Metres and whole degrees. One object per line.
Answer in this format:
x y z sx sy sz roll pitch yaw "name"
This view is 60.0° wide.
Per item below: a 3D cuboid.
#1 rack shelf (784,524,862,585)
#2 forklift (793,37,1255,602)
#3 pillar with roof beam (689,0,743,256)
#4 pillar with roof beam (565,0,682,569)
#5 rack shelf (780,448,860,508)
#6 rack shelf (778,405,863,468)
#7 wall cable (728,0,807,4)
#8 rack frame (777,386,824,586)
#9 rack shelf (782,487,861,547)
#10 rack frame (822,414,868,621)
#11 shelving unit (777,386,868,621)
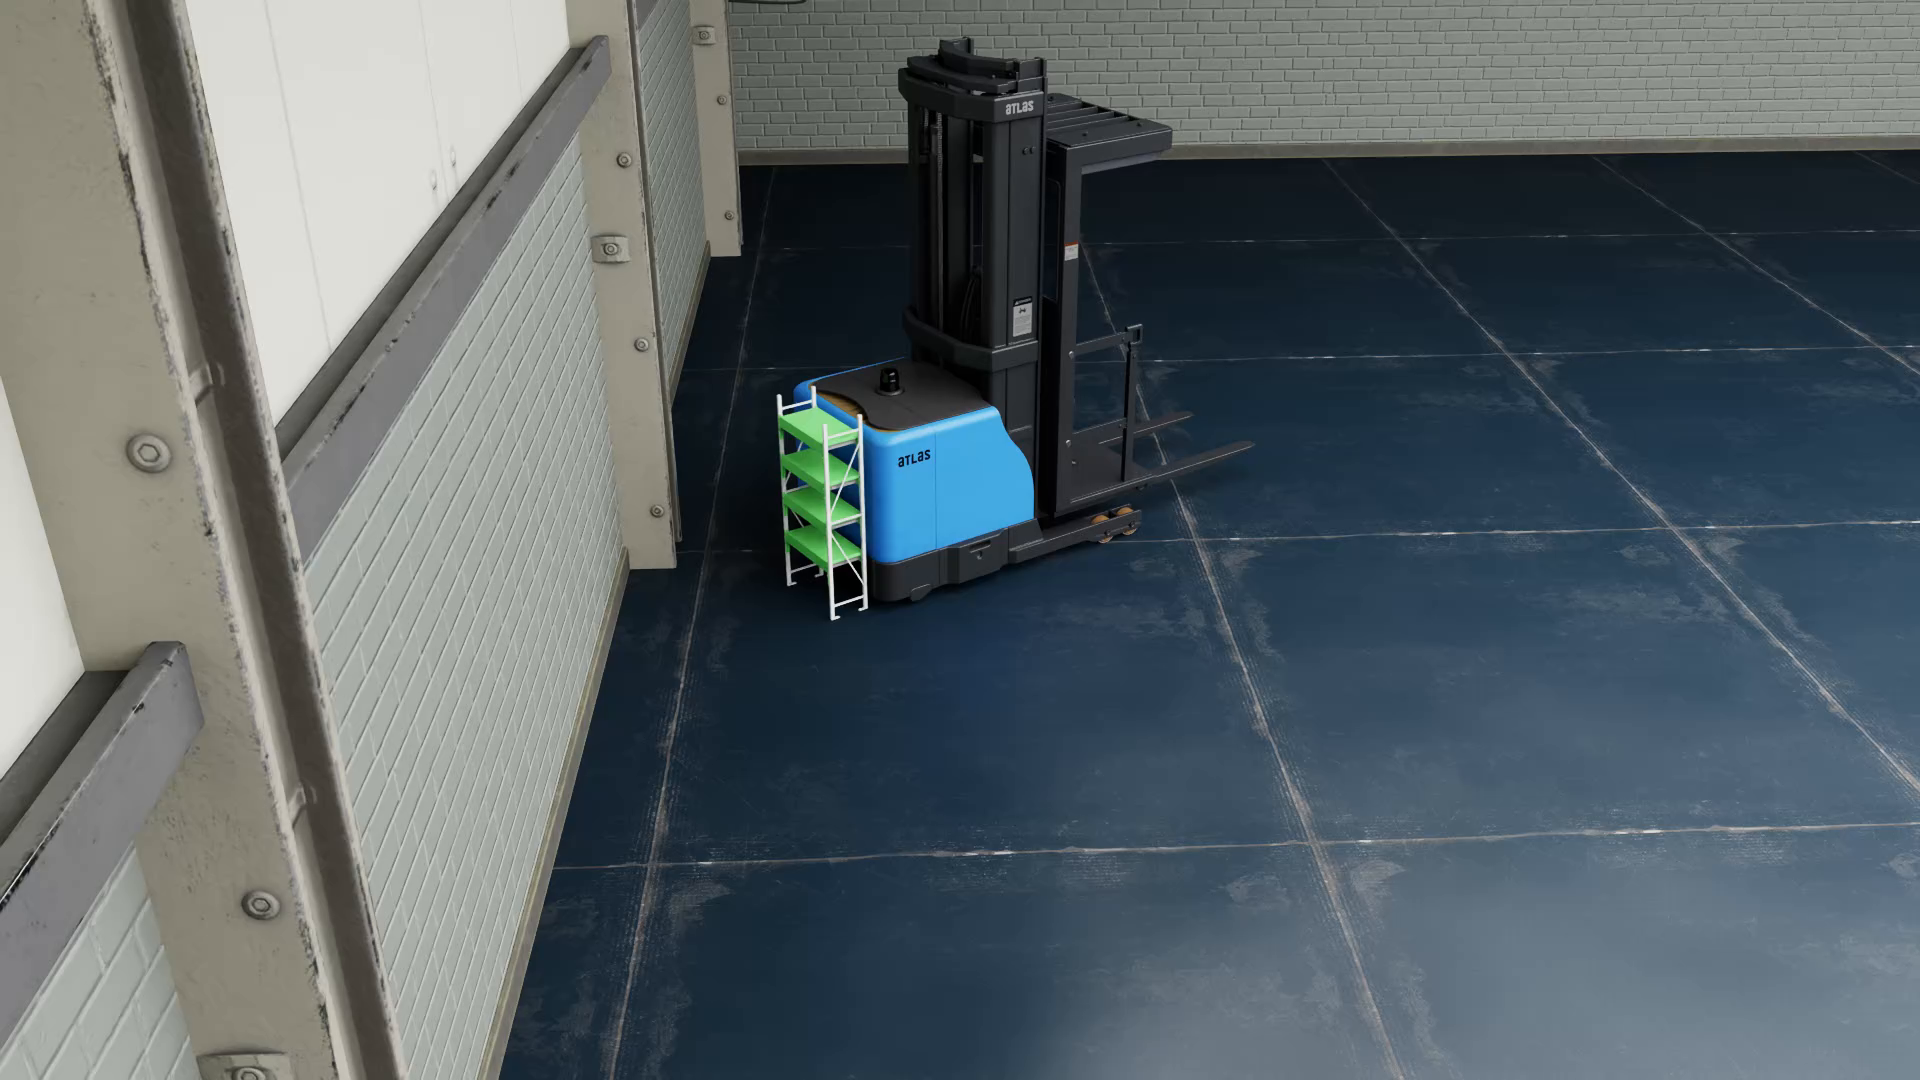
-0.771 0.065 9.485 0.258 0.148 0.480 -18 33 -31 "rack shelf"
0.517 -1.464 9.888 3.031 2.935 1.130 -18 32 -30 "forklift"
2.124 -6.786 13.530 9.100 9.000 0.400 -1 28 -3 "pillar with roof beam"
2.437 -4.015 8.217 9.100 9.000 0.400 -1 28 -3 "pillar with roof beam"
-0.771 -0.361 9.263 0.258 0.148 0.480 -18 33 -31 "rack shelf"
-0.771 -0.573 9.152 0.258 0.148 0.480 -18 33 -31 "rack shelf"
-1.008 -6.697 16.718 3.097 2.526 0.112 -1 28 -3 "wall cable"
-0.911 -0.297 9.522 0.240 1.200 0.015 -18 33 -31 "rack frame"
-0.771 -0.148 9.374 0.258 0.148 0.480 -18 33 -31 "rack shelf"
-0.630 -0.112 9.167 0.240 1.200 0.015 -18 33 -31 "rack frame"
-0.771 -0.204 9.345 0.258 1.200 0.503 -18 33 -31 "shelving unit"
